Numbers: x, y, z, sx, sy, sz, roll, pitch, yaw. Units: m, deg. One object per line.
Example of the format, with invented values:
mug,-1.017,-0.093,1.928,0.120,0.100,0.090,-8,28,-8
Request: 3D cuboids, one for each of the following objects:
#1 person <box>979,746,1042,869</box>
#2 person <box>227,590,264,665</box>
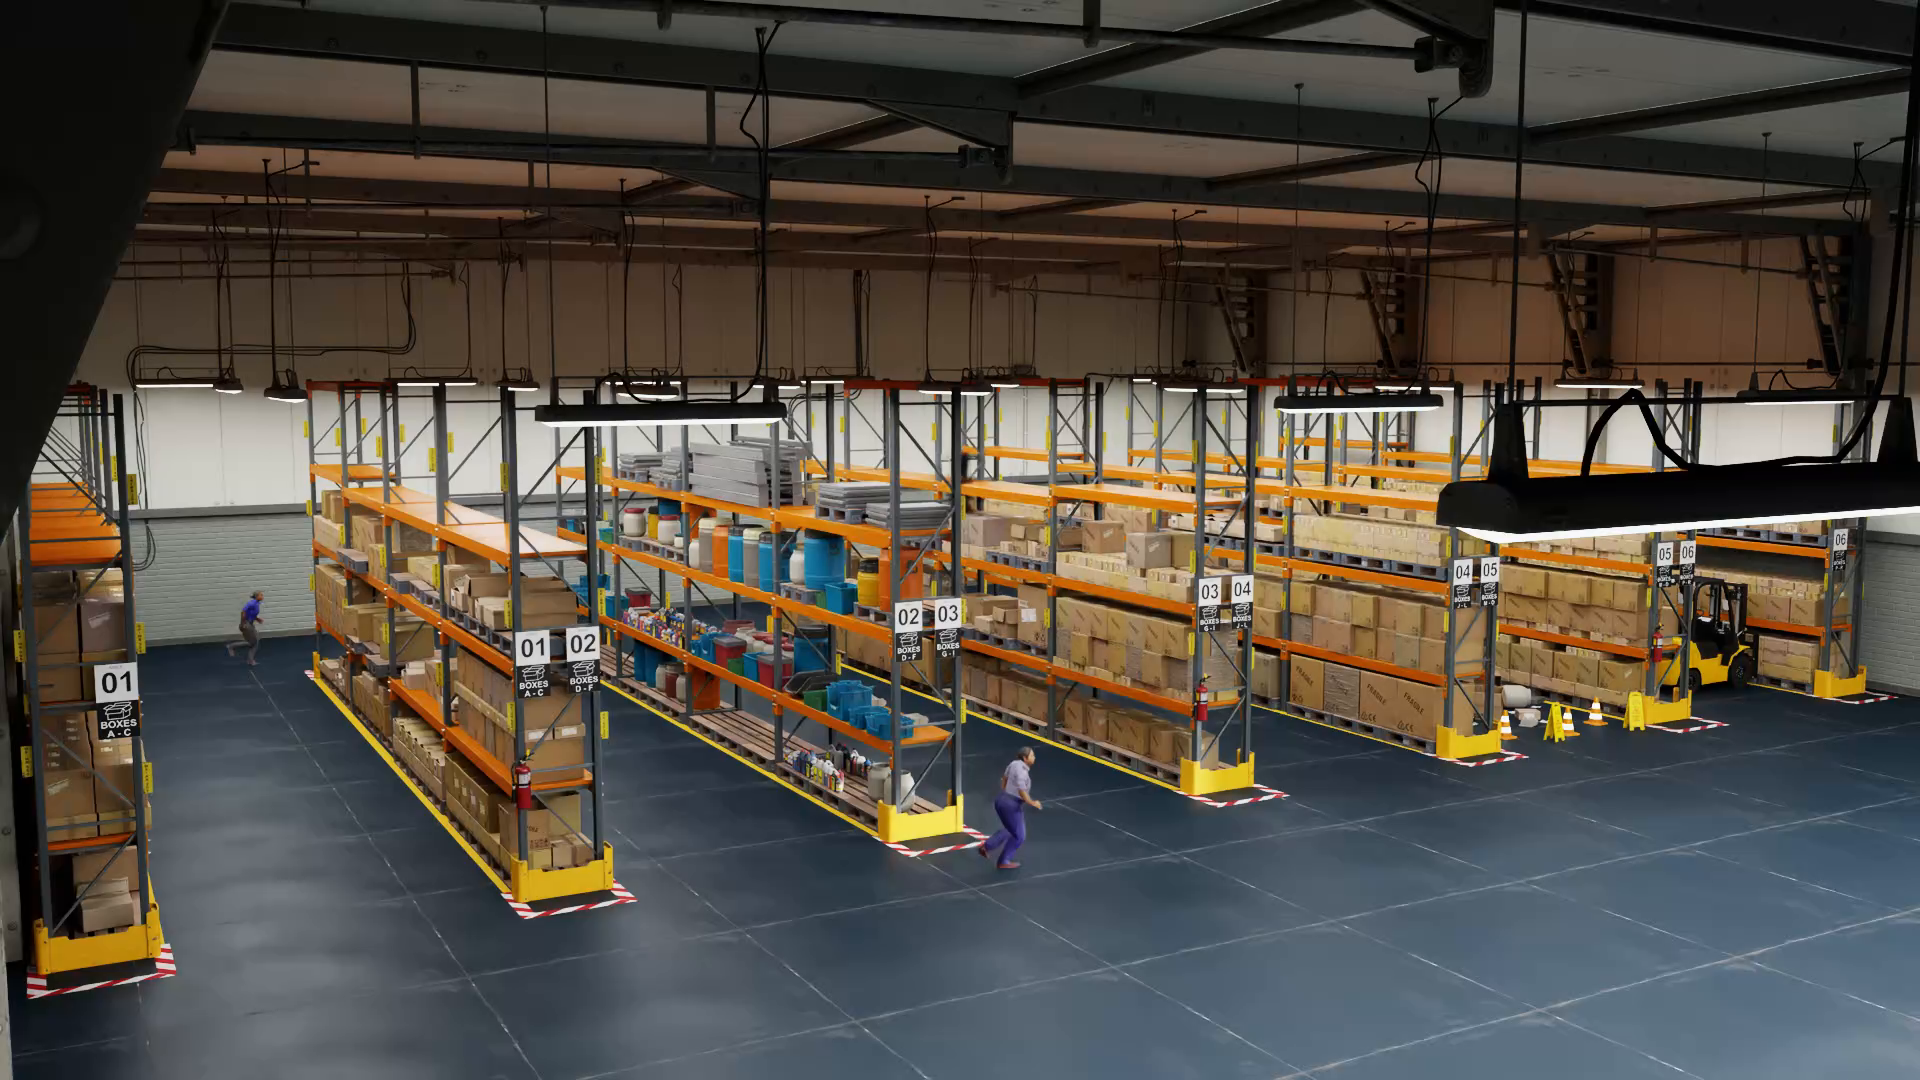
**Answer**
person,0.639,3.345,20.888,0.756,1.551,0.626,-1,6,-11
person,-15.031,1.851,34.995,0.758,1.598,0.568,-2,6,-19
